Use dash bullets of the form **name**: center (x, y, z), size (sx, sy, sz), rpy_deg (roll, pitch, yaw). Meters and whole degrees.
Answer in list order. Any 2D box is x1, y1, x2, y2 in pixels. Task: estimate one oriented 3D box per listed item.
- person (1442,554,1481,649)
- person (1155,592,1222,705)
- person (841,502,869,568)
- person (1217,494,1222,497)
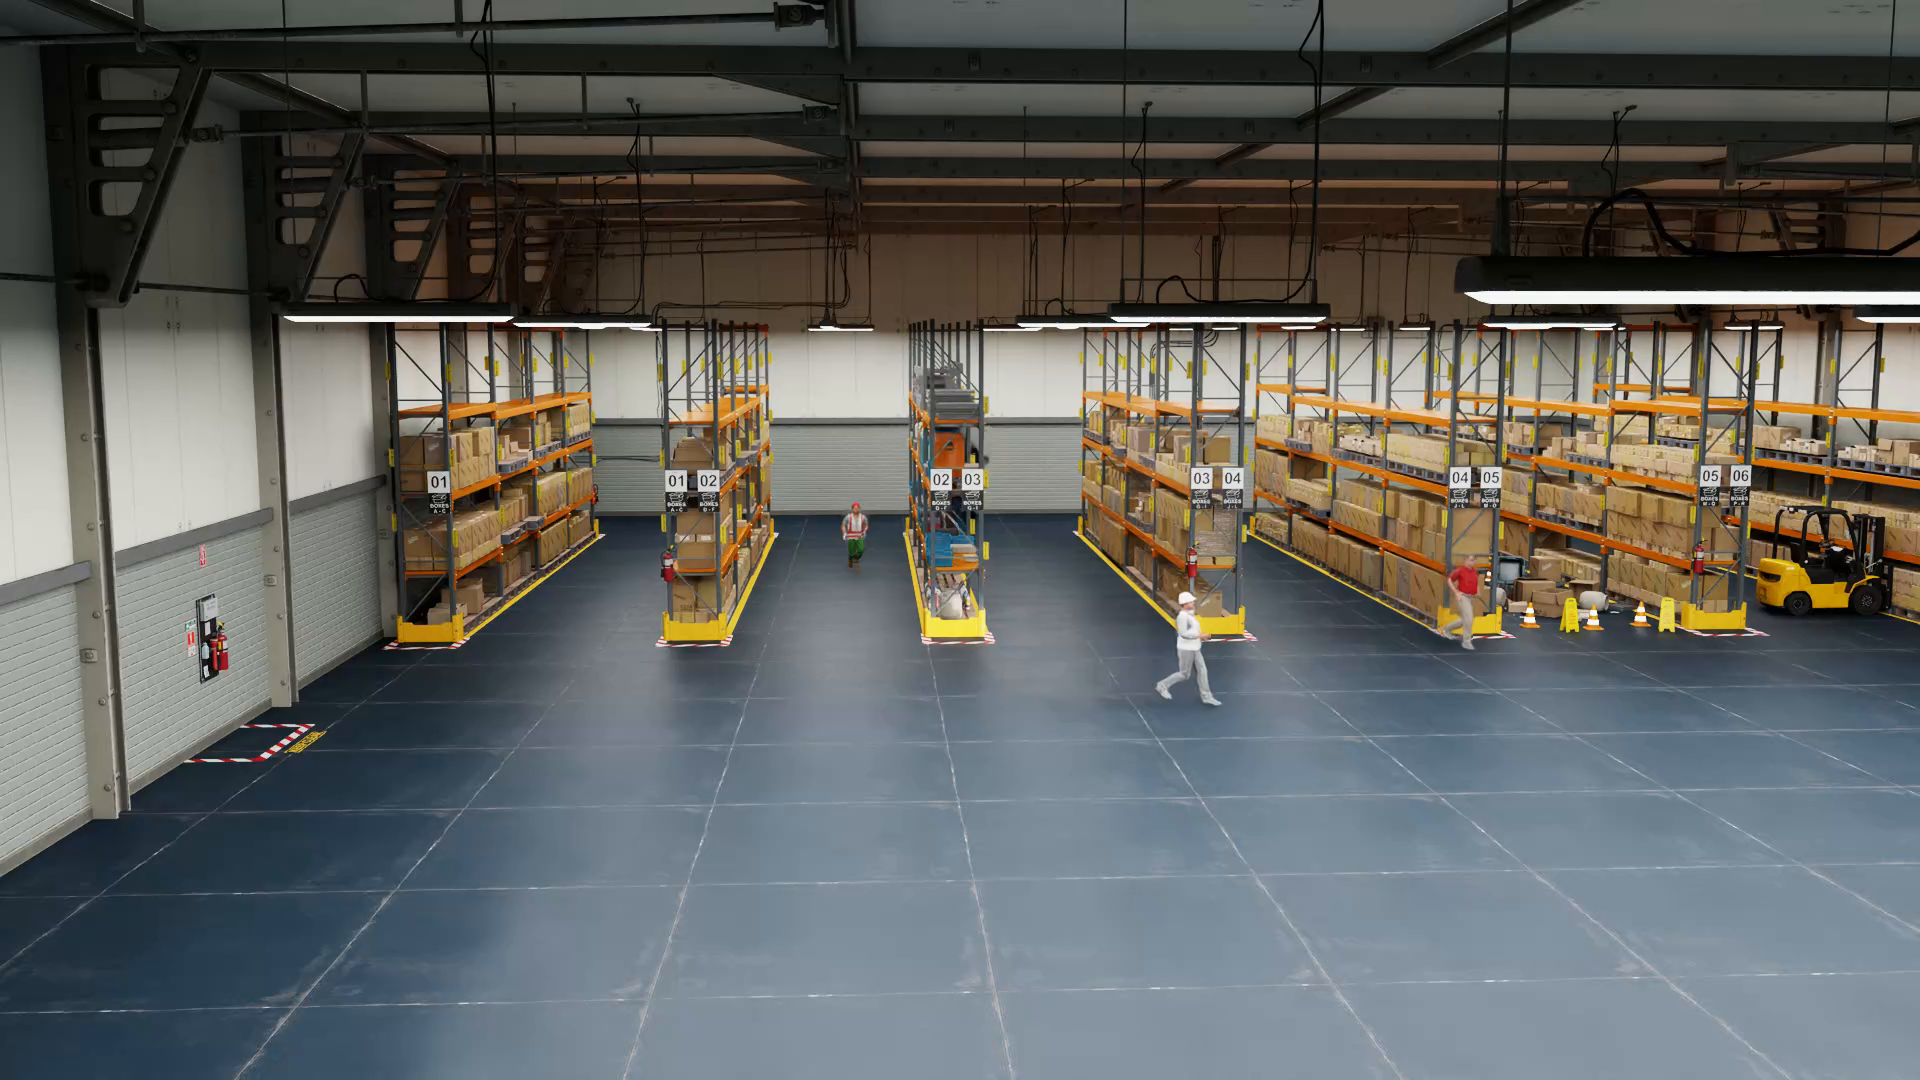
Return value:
- **person**: center (9.279, 1.134, 30.670), size (0.691, 1.757, 0.823), rpy_deg (-5, 9, -38)
- **person**: center (3.544, 1.674, 25.669), size (1.013, 1.755, 0.671), rpy_deg (3, 8, 20)
- **person**: center (-2.468, -0.099, 39.608), size (0.656, 1.595, 0.725), rpy_deg (-2, 7, -14)
- **person**: center (7.185, -0.919, 47.189), size (0.611, 1.712, 0.816), rpy_deg (1, 7, 11)
